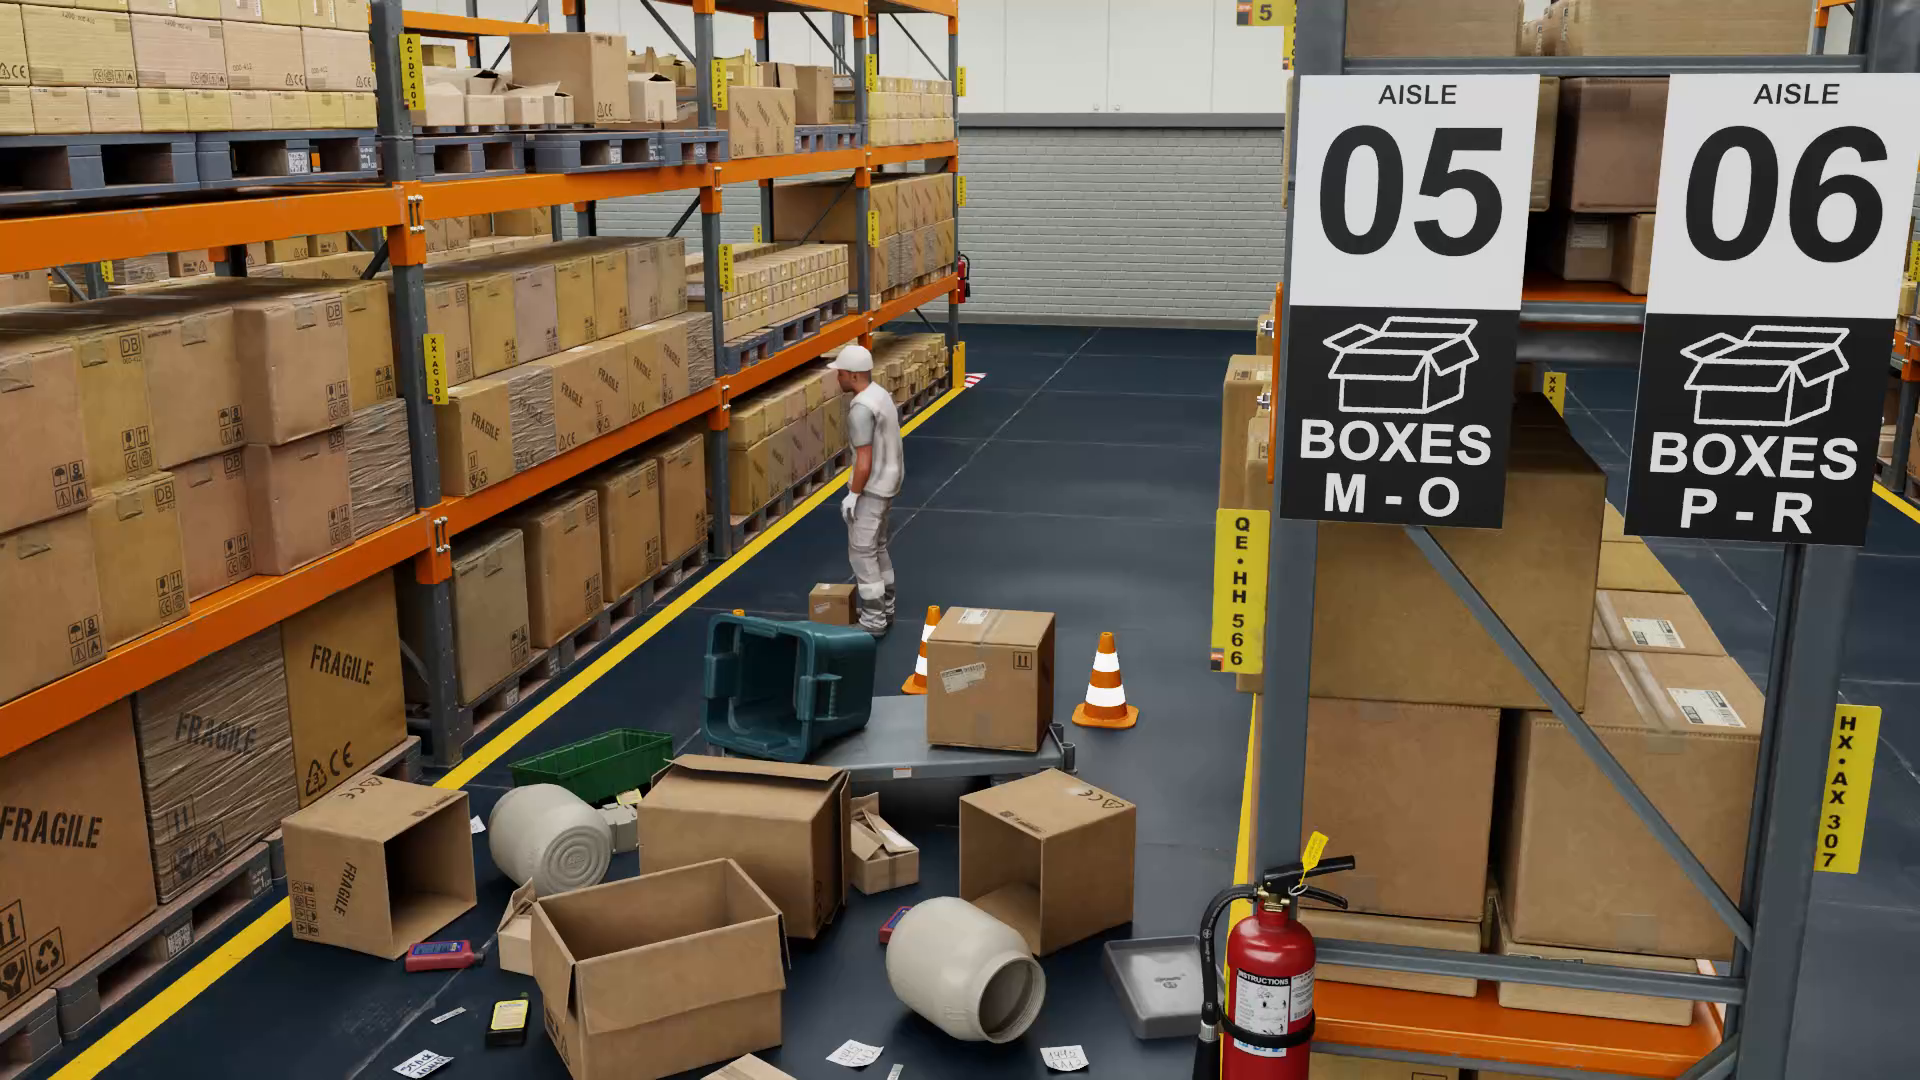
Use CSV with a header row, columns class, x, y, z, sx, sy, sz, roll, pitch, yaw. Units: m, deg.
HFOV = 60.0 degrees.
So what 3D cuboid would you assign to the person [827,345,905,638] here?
class,x,y,z,sx,sy,sz,roll,pitch,yaw
person,-0.570,-0.300,10.138,0.448,1.780,0.608,3,15,11
